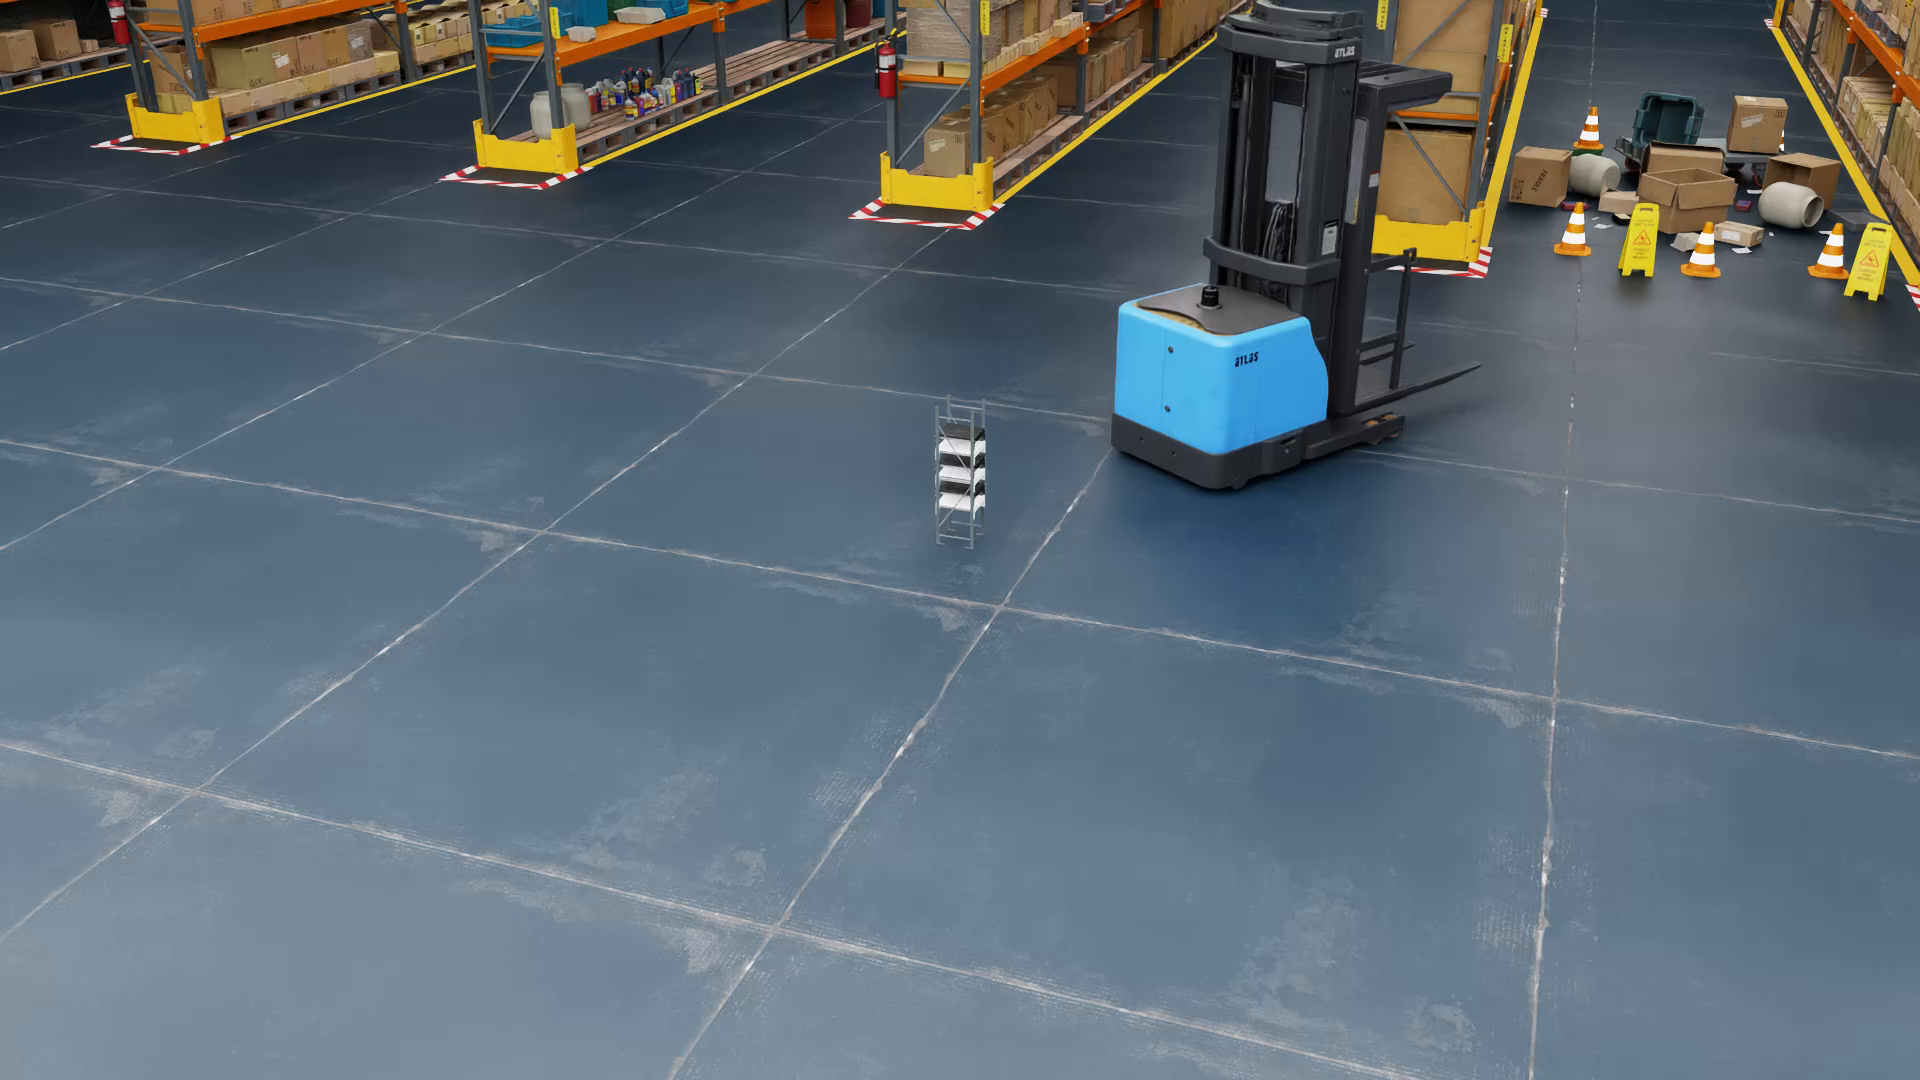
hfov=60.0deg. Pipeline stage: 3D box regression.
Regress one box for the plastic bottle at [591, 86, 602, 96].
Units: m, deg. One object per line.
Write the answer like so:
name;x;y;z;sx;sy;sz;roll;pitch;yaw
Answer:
plastic bottle;-4.585;-5.547;20.885;0.152;0.276;0.135;8;27;16

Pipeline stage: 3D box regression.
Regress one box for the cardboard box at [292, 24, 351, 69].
cardboard box;-8.566;-6.620;22.294;0.500;0.500;0.500;9;27;17

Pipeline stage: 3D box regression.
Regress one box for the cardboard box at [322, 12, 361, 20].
cardboard box;-8.727;-7.107;23.300;0.500;0.500;0.500;9;27;17

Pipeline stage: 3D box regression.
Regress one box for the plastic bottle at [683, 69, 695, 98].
plastic bottle;-3.551;-5.943;21.617;0.144;0.351;0.185;8;27;16

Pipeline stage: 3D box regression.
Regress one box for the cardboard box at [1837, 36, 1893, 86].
cardboard box;12.047;-6.236;21.645;0.875;0.875;0.875;8;27;17

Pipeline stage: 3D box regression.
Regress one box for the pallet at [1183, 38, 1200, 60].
pallet;3.135;-7.727;25.966;1.003;0.211;1.213;9;27;17

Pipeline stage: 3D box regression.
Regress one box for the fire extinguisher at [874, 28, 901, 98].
fire extinguisher;-0.741;-4.866;16.948;0.296;0.674;0.183;9;27;17

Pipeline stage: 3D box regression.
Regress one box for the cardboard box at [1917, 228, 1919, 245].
cardboard box;9.100;-2.777;15.217;0.500;0.250;0.500;9;27;17

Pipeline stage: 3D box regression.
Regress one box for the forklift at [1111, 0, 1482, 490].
forklift;2.514;-2.150;11.328;3.031;2.935;1.130;-19;31;-33

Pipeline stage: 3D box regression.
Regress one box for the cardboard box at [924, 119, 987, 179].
cardboard box;-0.045;-4.200;17.868;0.500;0.500;0.500;14;29;27

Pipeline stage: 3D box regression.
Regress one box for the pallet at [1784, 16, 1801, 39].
pallet;14.209;-8.425;27.408;1.003;0.211;1.213;9;27;17

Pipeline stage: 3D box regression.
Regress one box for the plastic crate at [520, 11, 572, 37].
plastic crate;-4.833;-6.048;19.470;0.499;0.251;0.408;9;27;17

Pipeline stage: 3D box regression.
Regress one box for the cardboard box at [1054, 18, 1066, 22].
cardboard box;1.036;-6.086;19.666;0.380;0.149;0.250;9;27;17

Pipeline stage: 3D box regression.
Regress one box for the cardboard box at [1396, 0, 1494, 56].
cardboard box;4.535;-4.821;15.354;0.875;0.550;0.550;9;27;17

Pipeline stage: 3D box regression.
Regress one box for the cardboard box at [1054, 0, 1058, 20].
cardboard box;0.655;-6.328;19.421;0.875;0.500;0.500;9;27;17

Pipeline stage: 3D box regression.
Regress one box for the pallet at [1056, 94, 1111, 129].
pallet;1.320;-5.590;21.554;1.003;0.211;1.213;9;27;17

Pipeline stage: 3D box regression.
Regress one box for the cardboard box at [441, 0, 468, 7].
cardboard box;-7.737;-8.212;25.799;0.500;0.311;0.500;8;27;16

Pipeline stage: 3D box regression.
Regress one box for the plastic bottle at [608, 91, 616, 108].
plastic bottle;-4.406;-5.582;21.044;0.097;0.201;0.097;0;26;0

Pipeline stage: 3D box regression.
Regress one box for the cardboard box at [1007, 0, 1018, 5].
cardboard box;0.345;-5.901;17.393;0.500;0.500;0.500;9;27;17

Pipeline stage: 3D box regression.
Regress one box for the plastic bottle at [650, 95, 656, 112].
plastic bottle;-3.862;-5.461;20.793;0.097;0.201;0.097;0;26;0

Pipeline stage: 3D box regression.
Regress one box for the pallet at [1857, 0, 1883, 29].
pallet;11.602;-6.337;20.117;1.213;0.211;1.003;9;27;17

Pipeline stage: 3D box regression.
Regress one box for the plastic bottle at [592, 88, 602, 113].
plastic bottle;-4.531;-5.478;20.734;0.061;0.283;0.133;9;27;17

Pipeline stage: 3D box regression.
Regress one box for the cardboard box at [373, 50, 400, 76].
cardboard box;-8.226;-6.693;23.304;0.500;0.250;0.500;9;27;17

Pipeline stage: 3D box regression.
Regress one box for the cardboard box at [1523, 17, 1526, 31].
cardboard box;7.664;-7.266;23.342;0.500;0.250;0.500;8;27;17

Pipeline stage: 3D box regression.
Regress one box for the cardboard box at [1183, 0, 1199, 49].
cardboard box;2.947;-8.048;25.385;1.225;0.875;0.875;9;27;18

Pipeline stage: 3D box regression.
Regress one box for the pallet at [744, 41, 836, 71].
pallet;-2.571;-7.320;25.125;1.003;0.211;1.213;9;27;17

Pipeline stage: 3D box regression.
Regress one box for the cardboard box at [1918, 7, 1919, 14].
cardboard box;9.866;-5.361;16.277;0.700;0.500;0.500;9;27;18

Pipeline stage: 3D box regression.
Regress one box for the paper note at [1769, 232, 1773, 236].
paper note;8.058;-3.041;16.519;0.032;0.001;0.123;9;27;17

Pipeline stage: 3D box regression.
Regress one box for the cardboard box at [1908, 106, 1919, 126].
cardboard box;9.689;-4.212;16.575;0.380;0.149;0.250;10;28;19

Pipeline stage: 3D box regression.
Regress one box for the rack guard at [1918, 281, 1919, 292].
rack guard;9.102;-2.351;14.531;1.175;0.500;0.348;9;27;17

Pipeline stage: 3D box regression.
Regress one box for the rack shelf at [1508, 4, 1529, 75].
rack shelf;6.372;-6.263;20.568;1.077;0.370;4.000;9;27;17

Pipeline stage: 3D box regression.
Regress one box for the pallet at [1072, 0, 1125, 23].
pallet;1.454;-6.732;20.932;1.003;0.211;1.213;9;27;17

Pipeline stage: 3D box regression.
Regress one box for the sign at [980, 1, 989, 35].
sign;0.243;-5.193;16.539;0.100;0.325;0.005;9;27;17

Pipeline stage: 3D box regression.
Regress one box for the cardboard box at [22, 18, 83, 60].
cardboard box;-13.258;-7.321;24.292;0.500;0.500;0.500;7;27;14

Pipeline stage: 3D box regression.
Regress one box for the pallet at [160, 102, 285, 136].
pallet;-9.394;-5.385;21.130;1.003;0.211;1.213;9;27;17

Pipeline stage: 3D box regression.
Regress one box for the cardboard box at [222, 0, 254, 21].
cardboard box;-9.271;-6.771;20.678;0.700;0.500;0.500;9;27;19

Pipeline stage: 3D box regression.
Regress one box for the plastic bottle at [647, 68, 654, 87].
plastic bottle;-4.127;-6.146;22.128;0.097;0.271;0.097;0;26;0

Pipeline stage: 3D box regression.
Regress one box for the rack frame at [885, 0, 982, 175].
rack frame;-0.268;-4.882;16.890;1.000;3.000;0.127;9;27;17

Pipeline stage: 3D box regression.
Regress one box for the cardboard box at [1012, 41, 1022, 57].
cardboard box;0.461;-5.366;18.178;0.380;0.149;0.250;9;27;17

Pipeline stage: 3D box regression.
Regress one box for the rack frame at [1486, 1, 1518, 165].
rack frame;5.706;-5.764;18.714;1.000;3.000;0.127;9;27;17

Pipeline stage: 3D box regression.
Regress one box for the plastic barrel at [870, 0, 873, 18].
plastic barrel;-1.651;-8.869;27.499;0.421;0.512;0.421;0;26;0

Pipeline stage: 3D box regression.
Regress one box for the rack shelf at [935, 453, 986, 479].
rack shelf;0.003;-0.459;10.036;0.258;0.077;0.200;9;27;17

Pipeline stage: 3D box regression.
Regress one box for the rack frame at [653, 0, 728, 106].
rack frame;-3.608;-7.244;21.769;1.000;3.000;0.127;9;27;17

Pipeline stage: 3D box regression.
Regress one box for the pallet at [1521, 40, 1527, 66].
pallet;8.111;-7.477;25.450;1.003;0.211;1.213;9;27;17

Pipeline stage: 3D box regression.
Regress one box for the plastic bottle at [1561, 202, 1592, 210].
plastic bottle;6.449;-3.496;17.400;0.283;0.061;0.133;0;26;-1

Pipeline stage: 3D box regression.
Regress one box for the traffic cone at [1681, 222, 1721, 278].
traffic cone;6.843;-2.688;15.270;0.336;0.463;0.334;9;27;17

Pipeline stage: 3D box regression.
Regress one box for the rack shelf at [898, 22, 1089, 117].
rack shelf;0.397;-5.380;18.744;1.077;0.370;4.000;9;27;17

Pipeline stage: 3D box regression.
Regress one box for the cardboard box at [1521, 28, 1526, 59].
cardboard box;8.014;-7.354;24.384;0.500;0.500;0.500;8;27;16

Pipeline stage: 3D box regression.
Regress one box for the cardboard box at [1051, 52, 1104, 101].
cardboard box;1.464;-6.041;21.648;0.700;0.500;0.500;9;27;17

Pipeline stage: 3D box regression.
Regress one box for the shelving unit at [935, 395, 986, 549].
shelving unit;0.003;-0.408;10.061;0.258;0.900;0.210;9;27;17

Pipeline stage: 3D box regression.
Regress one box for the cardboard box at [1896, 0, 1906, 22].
cardboard box;10.509;-5.883;18.021;0.500;0.500;0.500;9;27;18

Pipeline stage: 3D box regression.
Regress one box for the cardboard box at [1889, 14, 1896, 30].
cardboard box;10.556;-5.738;18.465;0.380;0.149;0.250;9;27;18

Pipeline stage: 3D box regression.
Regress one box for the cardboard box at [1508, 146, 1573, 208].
cardboard box;6.157;-3.854;17.633;0.500;0.500;0.500;14;29;26

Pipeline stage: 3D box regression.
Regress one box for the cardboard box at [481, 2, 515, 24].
cardboard box;-7.226;-8.139;25.647;0.500;0.311;0.500;9;27;17

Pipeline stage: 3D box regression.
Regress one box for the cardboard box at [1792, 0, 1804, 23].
cardboard box;14.276;-8.770;27.379;0.875;0.438;0.875;8;27;16
